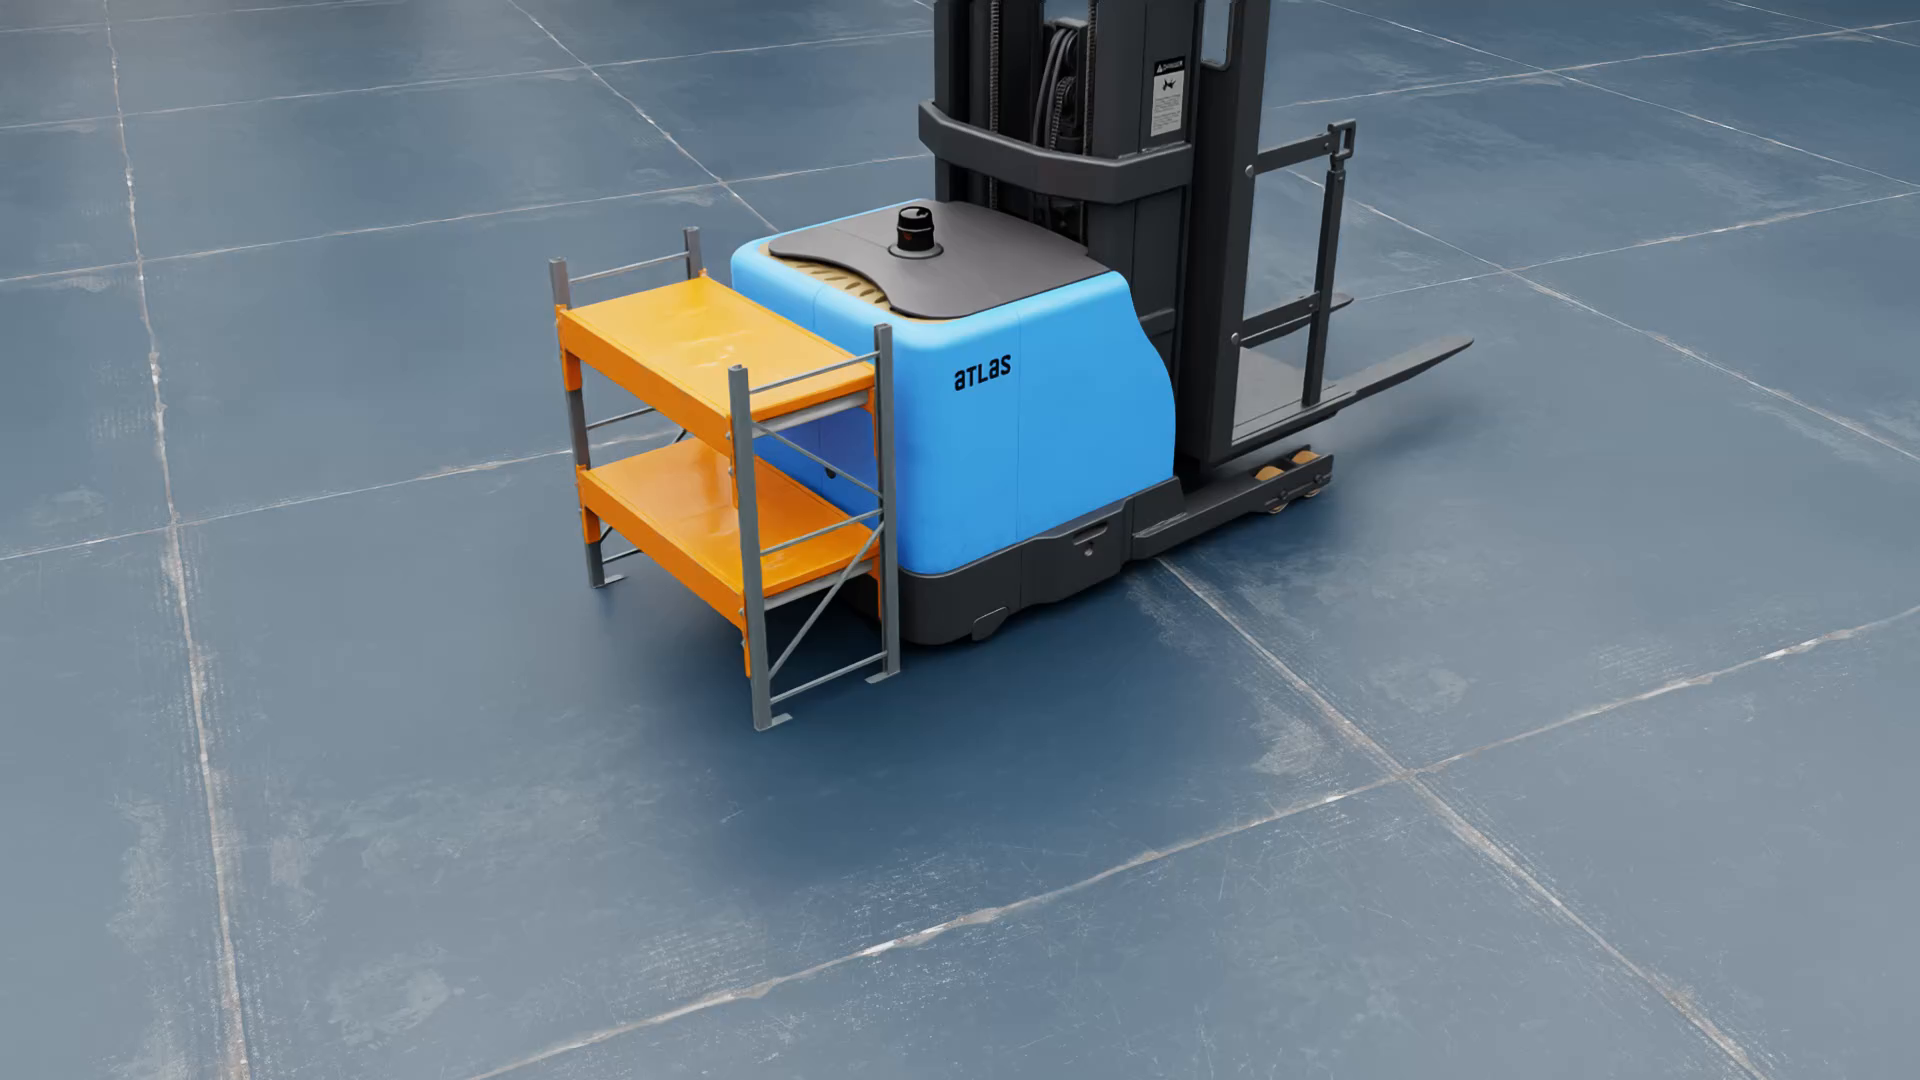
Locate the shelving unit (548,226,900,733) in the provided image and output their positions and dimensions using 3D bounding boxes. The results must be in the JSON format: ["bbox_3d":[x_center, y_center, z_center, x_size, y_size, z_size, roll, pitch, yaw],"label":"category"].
[{"bbox_3d":[-0.702,-0.214,4.982,0.538,1.125,1.048,-21,36,-33],"label":"shelving unit"}]

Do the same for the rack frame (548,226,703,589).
[{"bbox_3d":[-1.016,-0.410,5.330,0.500,1.125,0.032,-21,36,-33],"label":"rack frame"}]

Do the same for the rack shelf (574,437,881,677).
[{"bbox_3d":[-0.702,-0.001,5.102,0.538,0.278,1.000,-21,36,-33],"label":"rack shelf"}]

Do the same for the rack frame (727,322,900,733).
[{"bbox_3d":[-0.387,-0.019,4.634,0.500,1.125,0.032,-21,36,-33],"label":"rack frame"}]

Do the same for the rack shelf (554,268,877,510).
[{"bbox_3d":[-0.702,-0.470,4.839,0.538,0.278,1.000,-21,36,-33],"label":"rack shelf"}]

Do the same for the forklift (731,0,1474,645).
[{"bbox_3d":[0.718,-1.549,5.515,3.031,2.935,1.130,-22,36,-34],"label":"forklift"}]
